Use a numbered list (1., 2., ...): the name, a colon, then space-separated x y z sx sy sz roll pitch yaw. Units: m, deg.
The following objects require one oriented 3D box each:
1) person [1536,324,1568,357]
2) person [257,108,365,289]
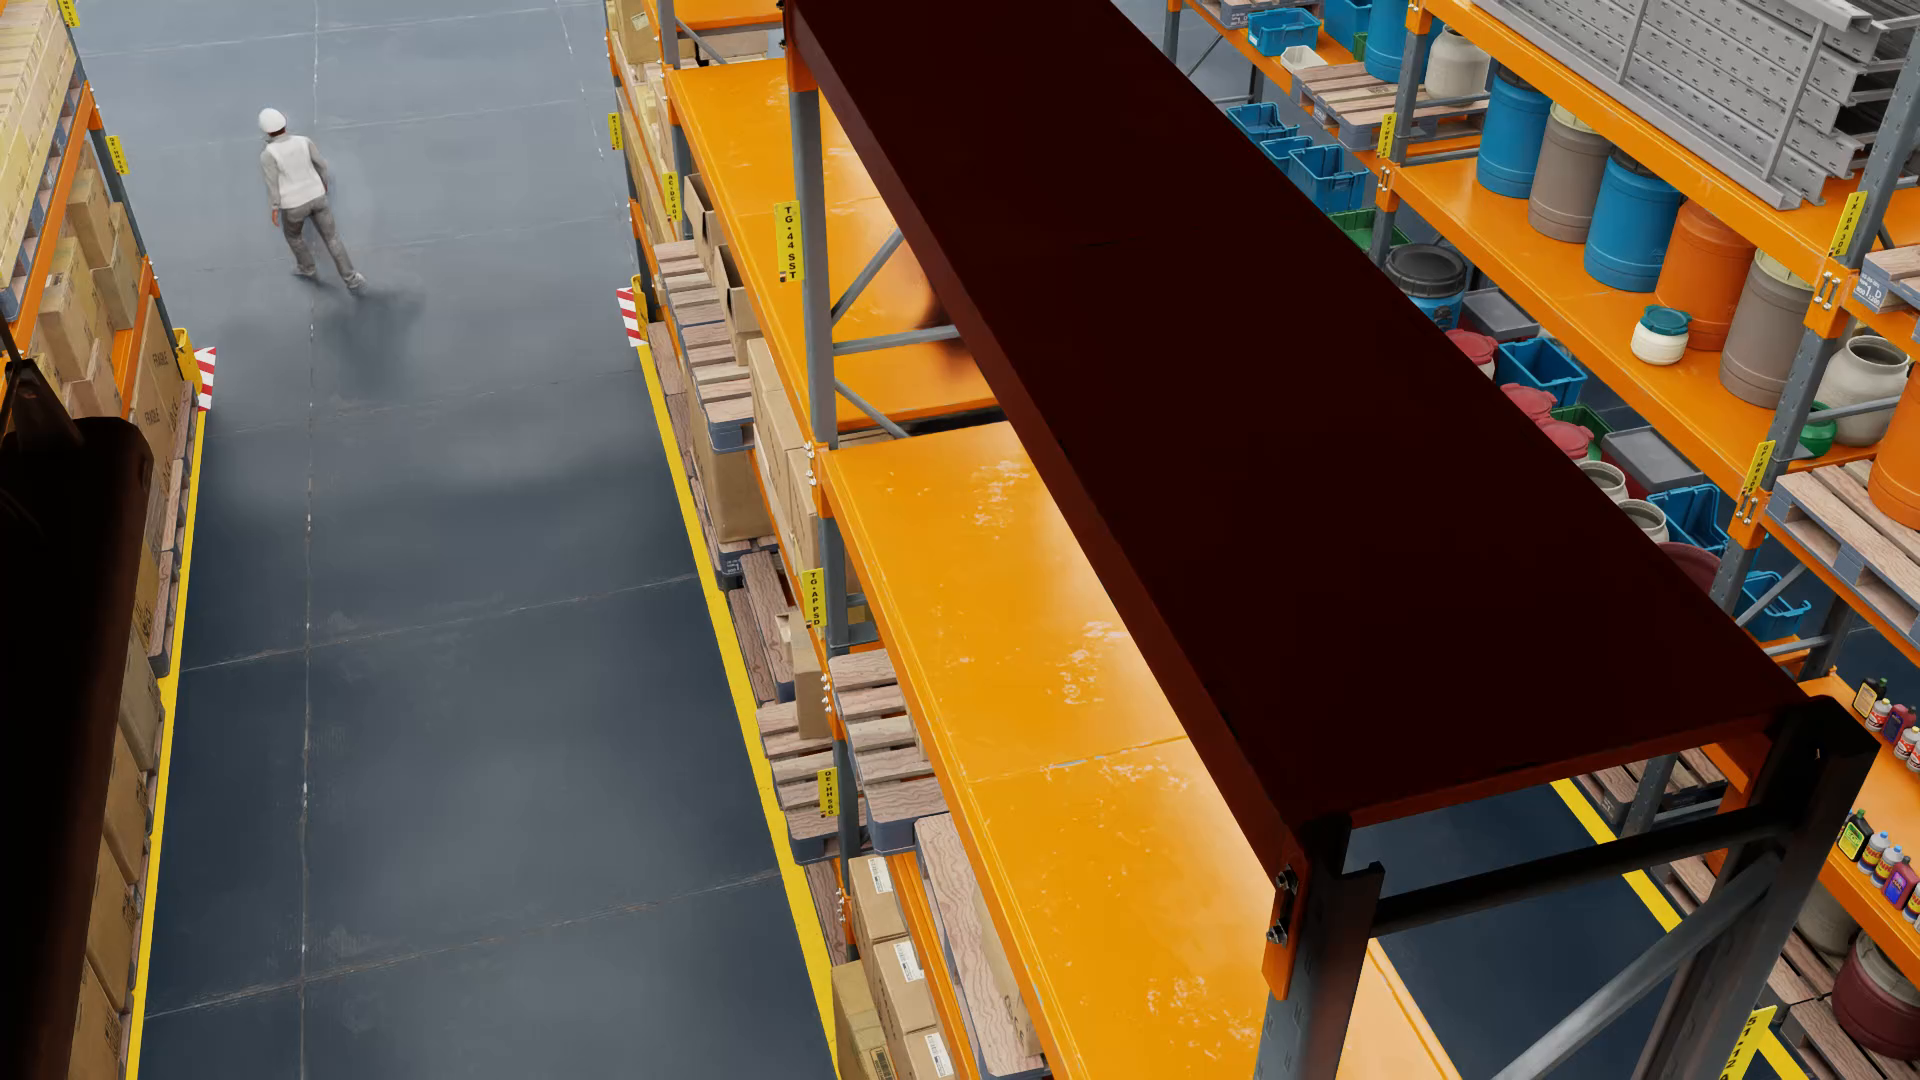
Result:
1. person: 4.797 -1.690 13.556 0.724 1.754 0.974 -10 39 -12
2. person: -6.073 -3.141 15.329 0.894 1.733 0.654 29 47 31
